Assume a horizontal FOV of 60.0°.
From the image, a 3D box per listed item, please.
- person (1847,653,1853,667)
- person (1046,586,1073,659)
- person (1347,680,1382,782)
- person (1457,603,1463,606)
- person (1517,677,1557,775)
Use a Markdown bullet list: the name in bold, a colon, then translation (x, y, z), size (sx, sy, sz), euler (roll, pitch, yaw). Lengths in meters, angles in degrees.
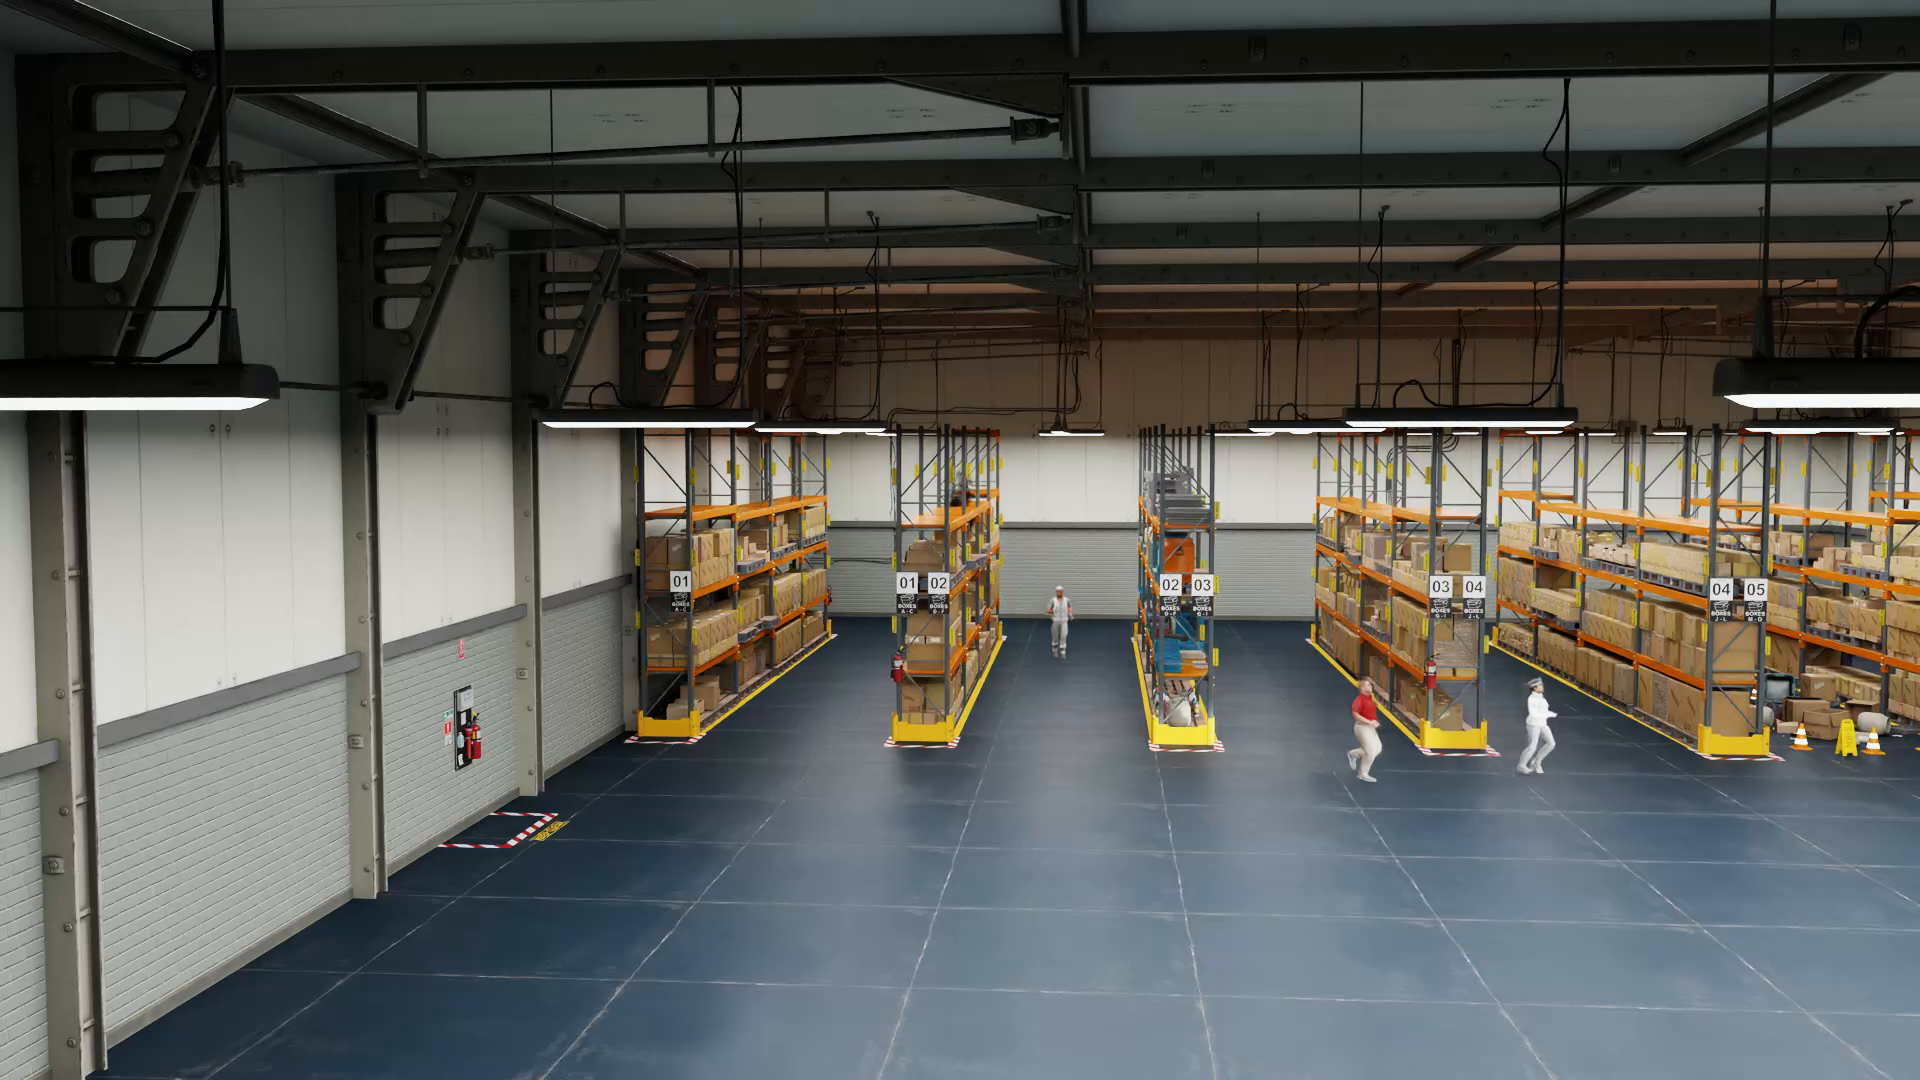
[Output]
- **person**: translation (21.301, 2.499, 39.814), size (0.615, 1.602, 0.708), euler (0, 3, 5)
- **person**: translation (2.460, 2.042, 40.984), size (0.662, 1.816, 0.924), euler (0, 3, -4)
- **person**: translation (6.785, 3.191, 27.931), size (0.627, 1.693, 0.697), euler (2, 4, 31)
- **person**: translation (13.525, 2.101, 45.424), size (0.746, 1.751, 0.962), euler (1, 4, 16)
- **person**: translation (9.806, 3.156, 28.263), size (0.561, 1.677, 0.670), euler (-3, 5, -44)
